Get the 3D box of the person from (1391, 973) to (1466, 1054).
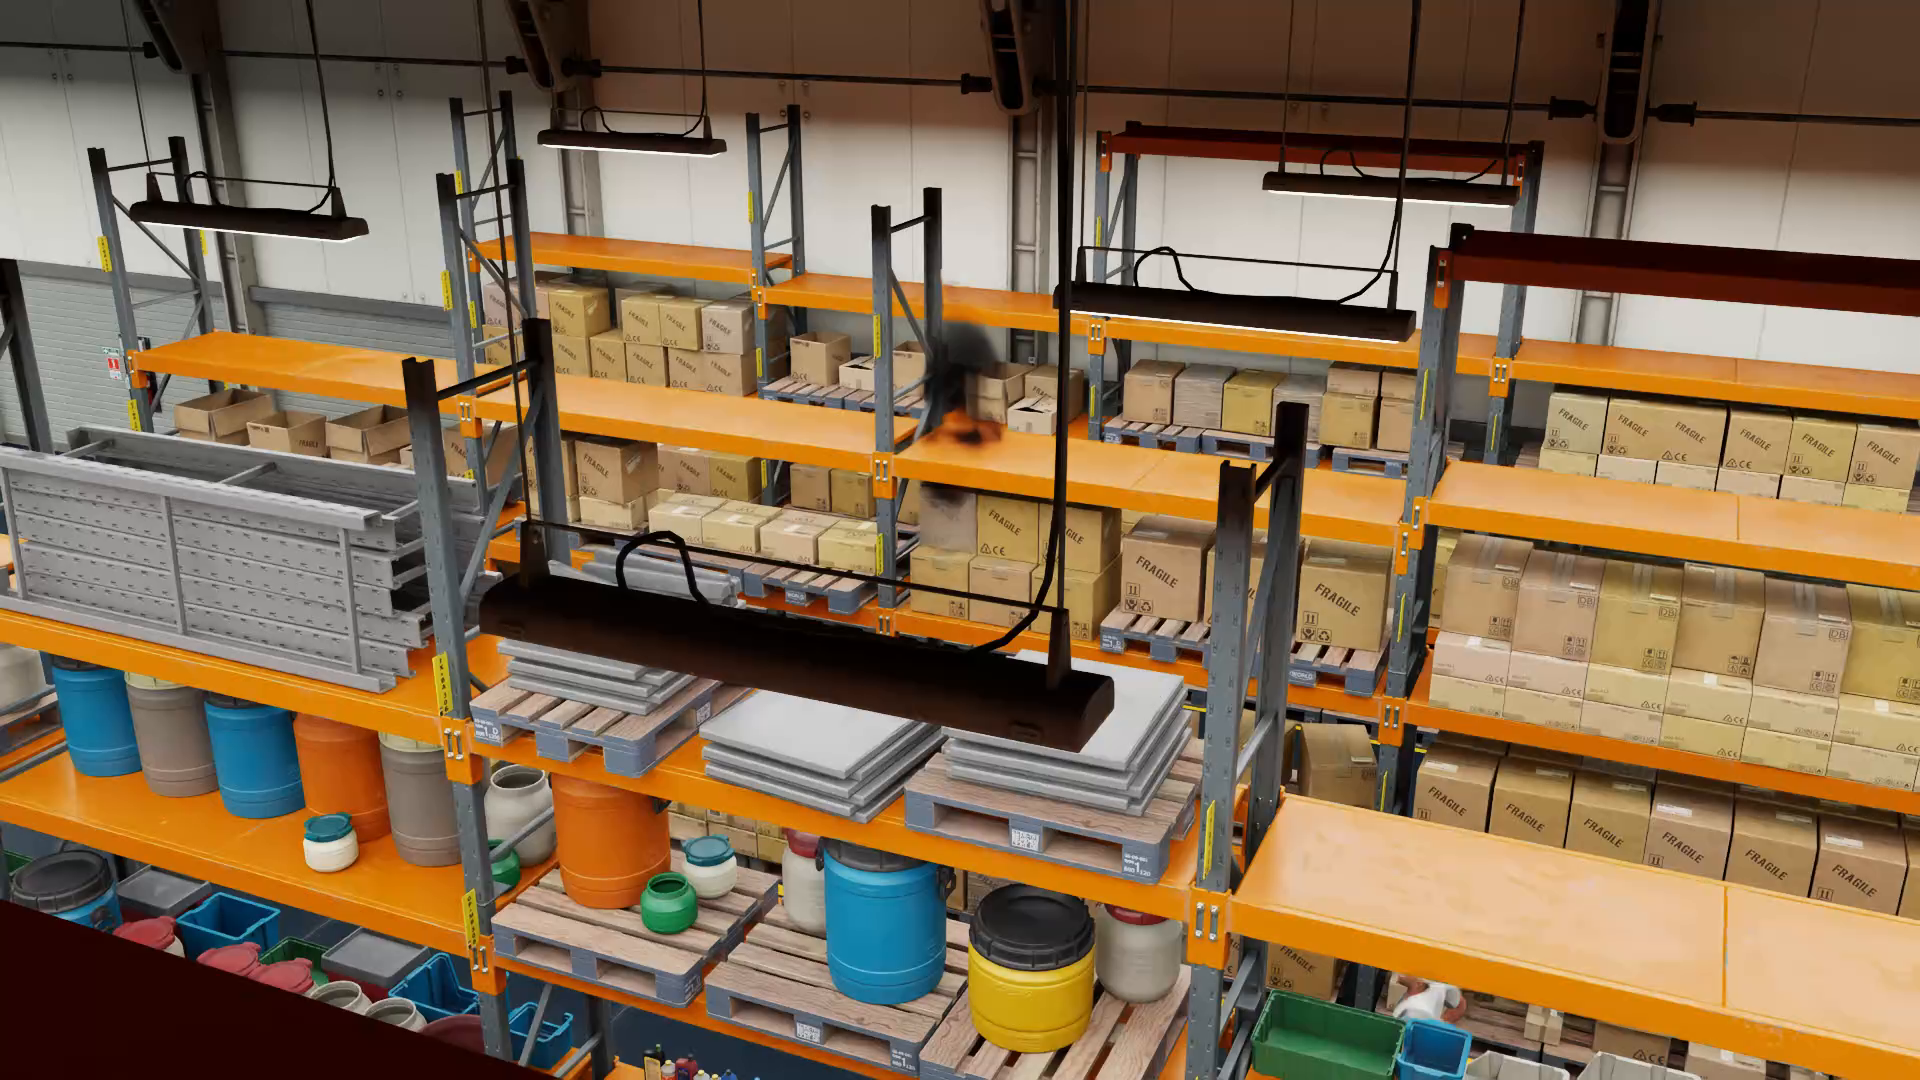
[{"bbox_3d":[3.019,3.504,10.863,1.057,1.838,0.623,6,21,15],"label":"person"}]
